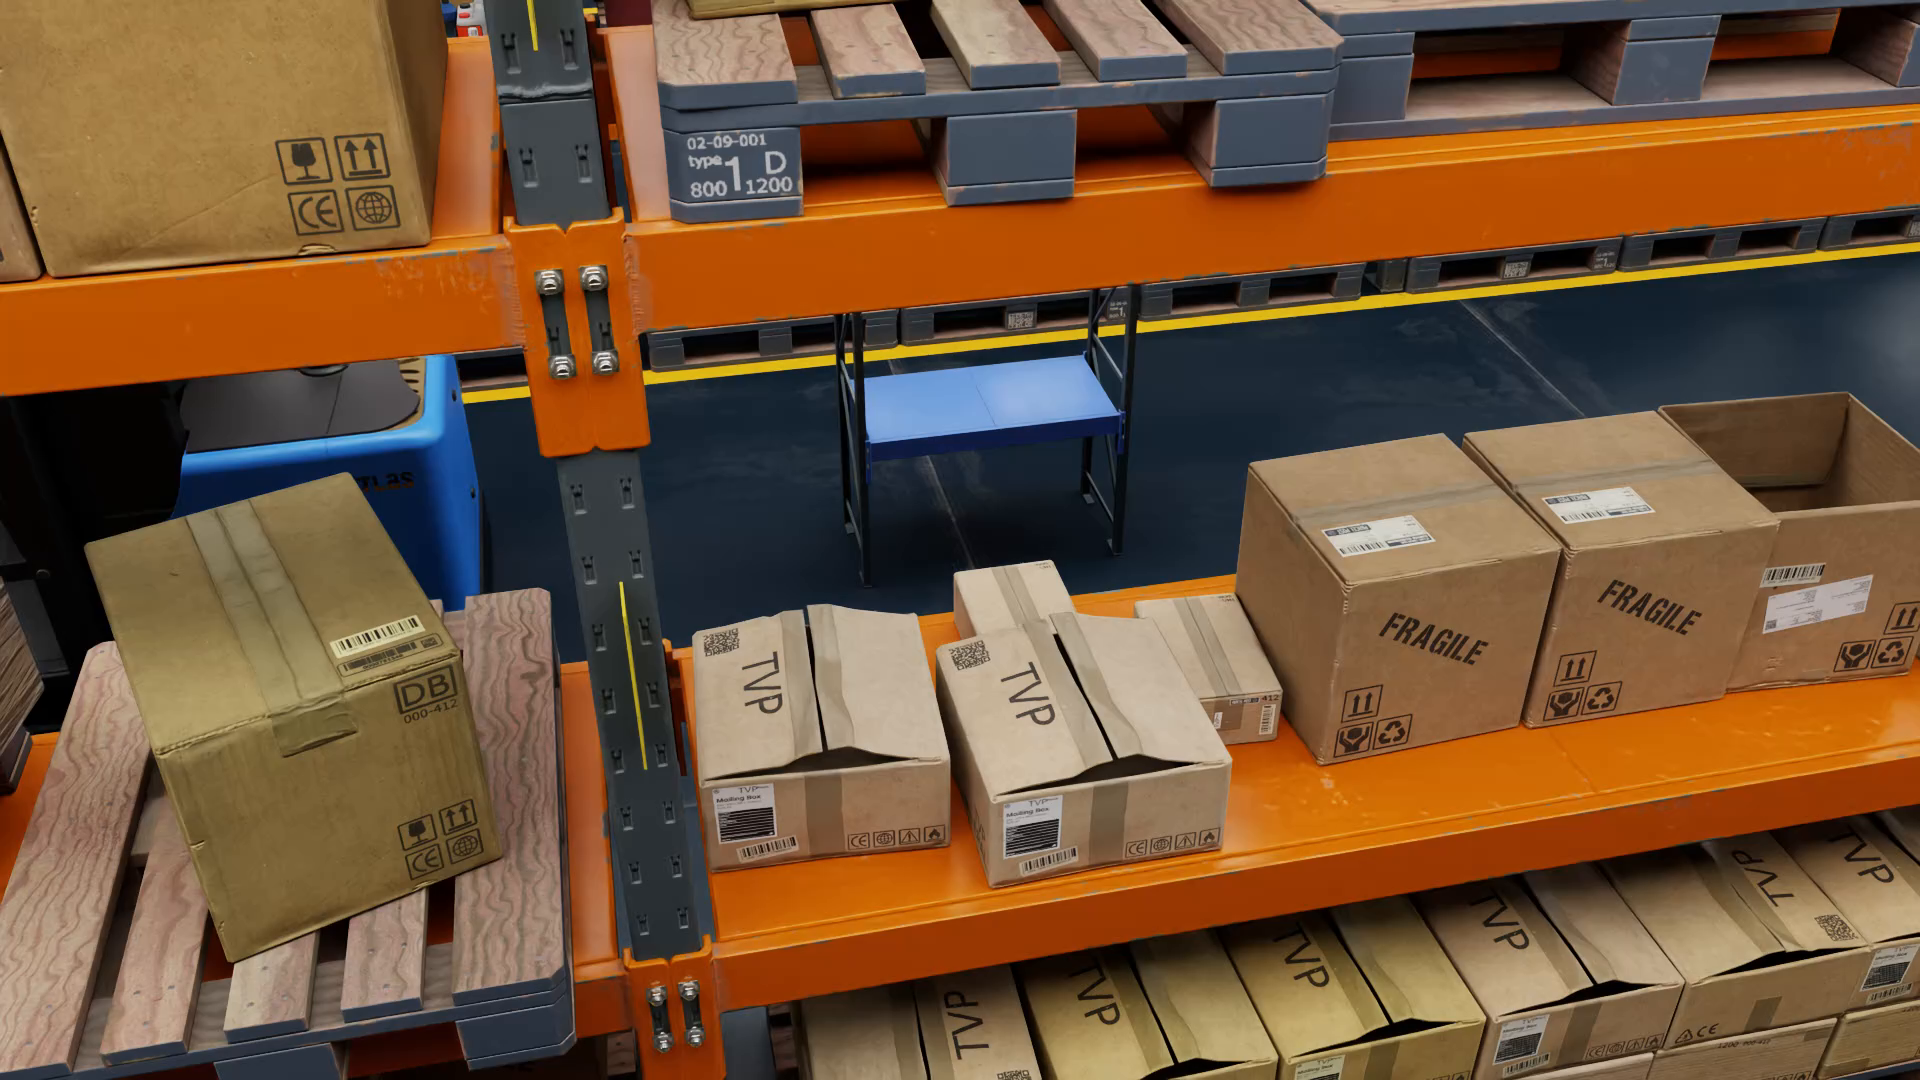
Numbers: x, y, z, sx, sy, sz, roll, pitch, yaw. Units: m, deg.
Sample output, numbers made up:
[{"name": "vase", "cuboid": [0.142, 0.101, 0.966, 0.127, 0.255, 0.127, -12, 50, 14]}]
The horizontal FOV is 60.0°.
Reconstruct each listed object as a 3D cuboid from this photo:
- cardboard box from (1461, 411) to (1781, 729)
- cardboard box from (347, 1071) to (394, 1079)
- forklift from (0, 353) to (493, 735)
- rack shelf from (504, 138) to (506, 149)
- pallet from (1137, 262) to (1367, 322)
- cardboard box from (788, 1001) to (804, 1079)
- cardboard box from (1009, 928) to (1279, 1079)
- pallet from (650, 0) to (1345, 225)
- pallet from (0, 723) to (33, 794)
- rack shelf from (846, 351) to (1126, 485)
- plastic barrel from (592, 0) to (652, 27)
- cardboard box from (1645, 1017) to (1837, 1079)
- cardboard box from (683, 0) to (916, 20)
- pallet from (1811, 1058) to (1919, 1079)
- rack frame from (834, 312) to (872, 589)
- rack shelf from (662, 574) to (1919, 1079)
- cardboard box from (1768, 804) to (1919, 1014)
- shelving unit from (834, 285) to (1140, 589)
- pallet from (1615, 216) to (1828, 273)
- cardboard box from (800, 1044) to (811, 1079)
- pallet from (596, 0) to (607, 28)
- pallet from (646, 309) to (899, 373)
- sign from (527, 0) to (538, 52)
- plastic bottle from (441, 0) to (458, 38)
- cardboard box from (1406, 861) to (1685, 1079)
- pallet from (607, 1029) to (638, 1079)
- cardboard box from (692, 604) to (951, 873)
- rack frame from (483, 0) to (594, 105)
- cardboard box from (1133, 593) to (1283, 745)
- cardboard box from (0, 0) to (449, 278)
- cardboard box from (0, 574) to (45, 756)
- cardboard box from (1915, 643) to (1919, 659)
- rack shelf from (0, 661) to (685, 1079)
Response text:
[{"name": "cardboard box", "cuboid": [1.477, 0.059, 3.880, 0.500, 0.500, 0.500, -7, 35, -10]}, {"name": "cardboard box", "cuboid": [-1.530, 1.479, 3.703, 0.500, 0.500, 0.500, -6, 34, -9]}, {"name": "forklift", "cuboid": [-3.243, -0.746, 5.232, 3.031, 2.935, 1.130, -8, 35, -11]}, {"name": "rack shelf", "cuboid": [-3.709, -1.767, 7.337, 4.000, 0.370, 1.077, -7, 35, -11]}, {"name": "pallet", "cuboid": [1.386, -1.528, 8.838, 1.213, 0.211, 1.003, -7, 35, -11]}, {"name": "cardboard box", "cuboid": [-0.210, 1.151, 4.434, 0.500, 0.250, 0.500, -6, 34, -9]}, {"name": "cardboard box", "cuboid": [0.417, 1.141, 3.945, 0.500, 0.311, 0.500, -8, 35, -12]}, {"name": "pallet", "cuboid": [-0.027, -0.918, 2.904, 1.003, 0.211, 1.213, -6, 34, -8]}, {"name": "pallet", "cuboid": [-2.565, 0.702, 3.184, 1.213, 0.211, 1.003, -7, 35, -11]}, {"name": "rack shelf", "cuboid": [0.083, -0.484, 6.448, 1.000, 0.185, 0.538, -7, 35, -11]}, {"name": "plastic barrel", "cuboid": [-1.373, -2.590, 7.796, 0.708, 0.536, 0.600, -7, 35, -11]}, {"name": "cardboard box", "cuboid": [1.899, 1.189, 4.377, 0.500, 0.250, 0.500, -6, 34, -9]}, {"name": "cardboard box", "cuboid": [-0.239, -1.063, 2.708, 0.500, 0.250, 0.500, -10, 35, -14]}, {"name": "pallet", "cuboid": [2.522, 1.159, 4.834, 1.213, 0.211, 1.003, -7, 35, -11]}, {"name": "rack frame", "cuboid": [-0.413, -0.571, 6.255, 0.032, 1.500, 0.500, -7, 35, -11]}, {"name": "rack shelf", "cuboid": [1.281, 0.434, 4.057, 4.000, 0.370, 1.077, -7, 35, -11]}, {"name": "cardboard box", "cuboid": [2.394, 0.897, 4.310, 0.500, 0.311, 0.500, -6, 34, -9]}, {"name": "shelving unit", "cuboid": [0.083, -0.633, 6.348, 1.048, 1.500, 0.538, -7, 35, -11]}, {"name": "pallet", "cuboid": [4.000, -1.857, 9.328, 1.213, 0.211, 1.003, -7, 35, -11]}, {"name": "cardboard box", "cuboid": [-0.094, 1.443, 3.998, 0.500, 0.250, 0.500, -7, 35, -11]}, {"name": "pallet", "cuboid": [-2.088, -3.941, 12.433, 1.213, 0.211, 1.003, -7, 35, -11]}, {"name": "pallet", "cuboid": [-0.994, -1.228, 8.391, 1.213, 0.211, 1.003, -7, 35, -11]}, {"name": "sign", "cuboid": [-0.552, -0.784, 2.071, 0.005, 0.325, 0.100, -7, 35, -11]}, {"name": "plastic bottle", "cuboid": [-2.371, -2.381, 7.722, 0.097, 0.271, 0.097, 0, 34, 0]}, {"name": "cardboard box", "cuboid": [1.416, 1.016, 4.131, 0.500, 0.311, 0.500, -8, 35, -11]}, {"name": "pallet", "cuboid": [-1.406, 1.610, 4.162, 1.213, 0.211, 1.003, -7, 35, -11]}, {"name": "cardboard box", "cuboid": [-0.305, 0.397, 3.547, 0.500, 0.311, 0.500, -5, 34, -8]}, {"name": "rack frame", "cuboid": [-0.669, -2.110, 1.819, 0.127, 3.000, 1.000, -7, 35, -11]}, {"name": "cardboard box", "cuboid": [0.562, 0.298, 3.840, 0.250, 0.149, 0.380, -5, 34, -7]}, {"name": "cardboard box", "cuboid": [-1.087, -0.834, 2.520, 0.500, 0.500, 0.910, -7, 35, -11]}, {"name": "cardboard box", "cuboid": [-2.193, 0.312, 3.126, 0.500, 0.500, 0.700, -1, 34, -2]}, {"name": "cardboard box", "cuboid": [2.415, 0.153, 3.951, 0.258, 0.266, 0.396, -8, 35, -12]}, {"name": "rack shelf", "cuboid": [-2.620, 0.925, 3.325, 4.000, 0.370, 1.077, -7, 35, -11]}]
